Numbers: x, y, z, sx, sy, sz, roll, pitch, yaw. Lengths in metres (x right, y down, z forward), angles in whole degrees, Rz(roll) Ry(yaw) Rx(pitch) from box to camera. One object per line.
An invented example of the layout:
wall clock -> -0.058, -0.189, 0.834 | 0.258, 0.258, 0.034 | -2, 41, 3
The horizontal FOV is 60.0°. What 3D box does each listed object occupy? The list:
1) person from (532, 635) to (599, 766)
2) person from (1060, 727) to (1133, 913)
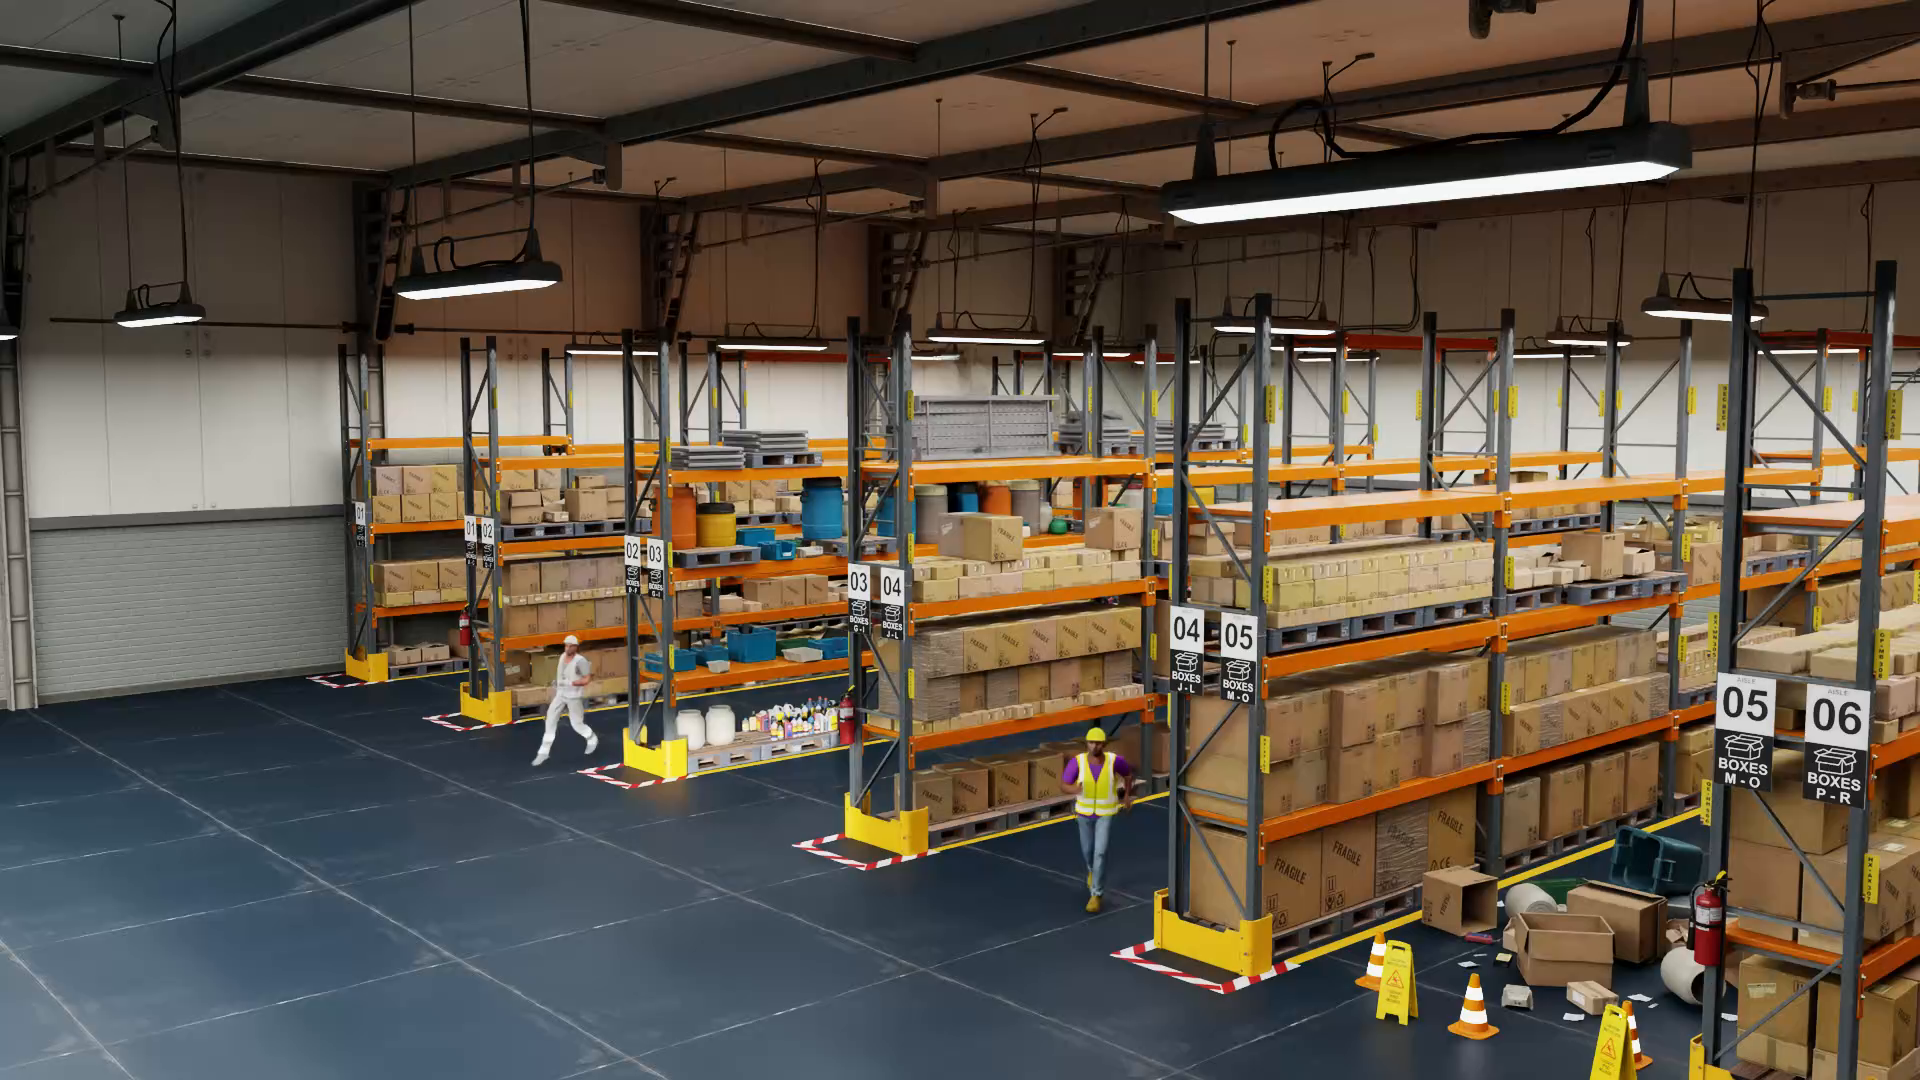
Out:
person -> -5.423, 2.201, 23.143 | 0.674, 1.778, 1.008 | 3, 6, 28
person -> 1.366, 2.751, 16.762 | 0.695, 1.761, 0.981 | 1, 5, 12
